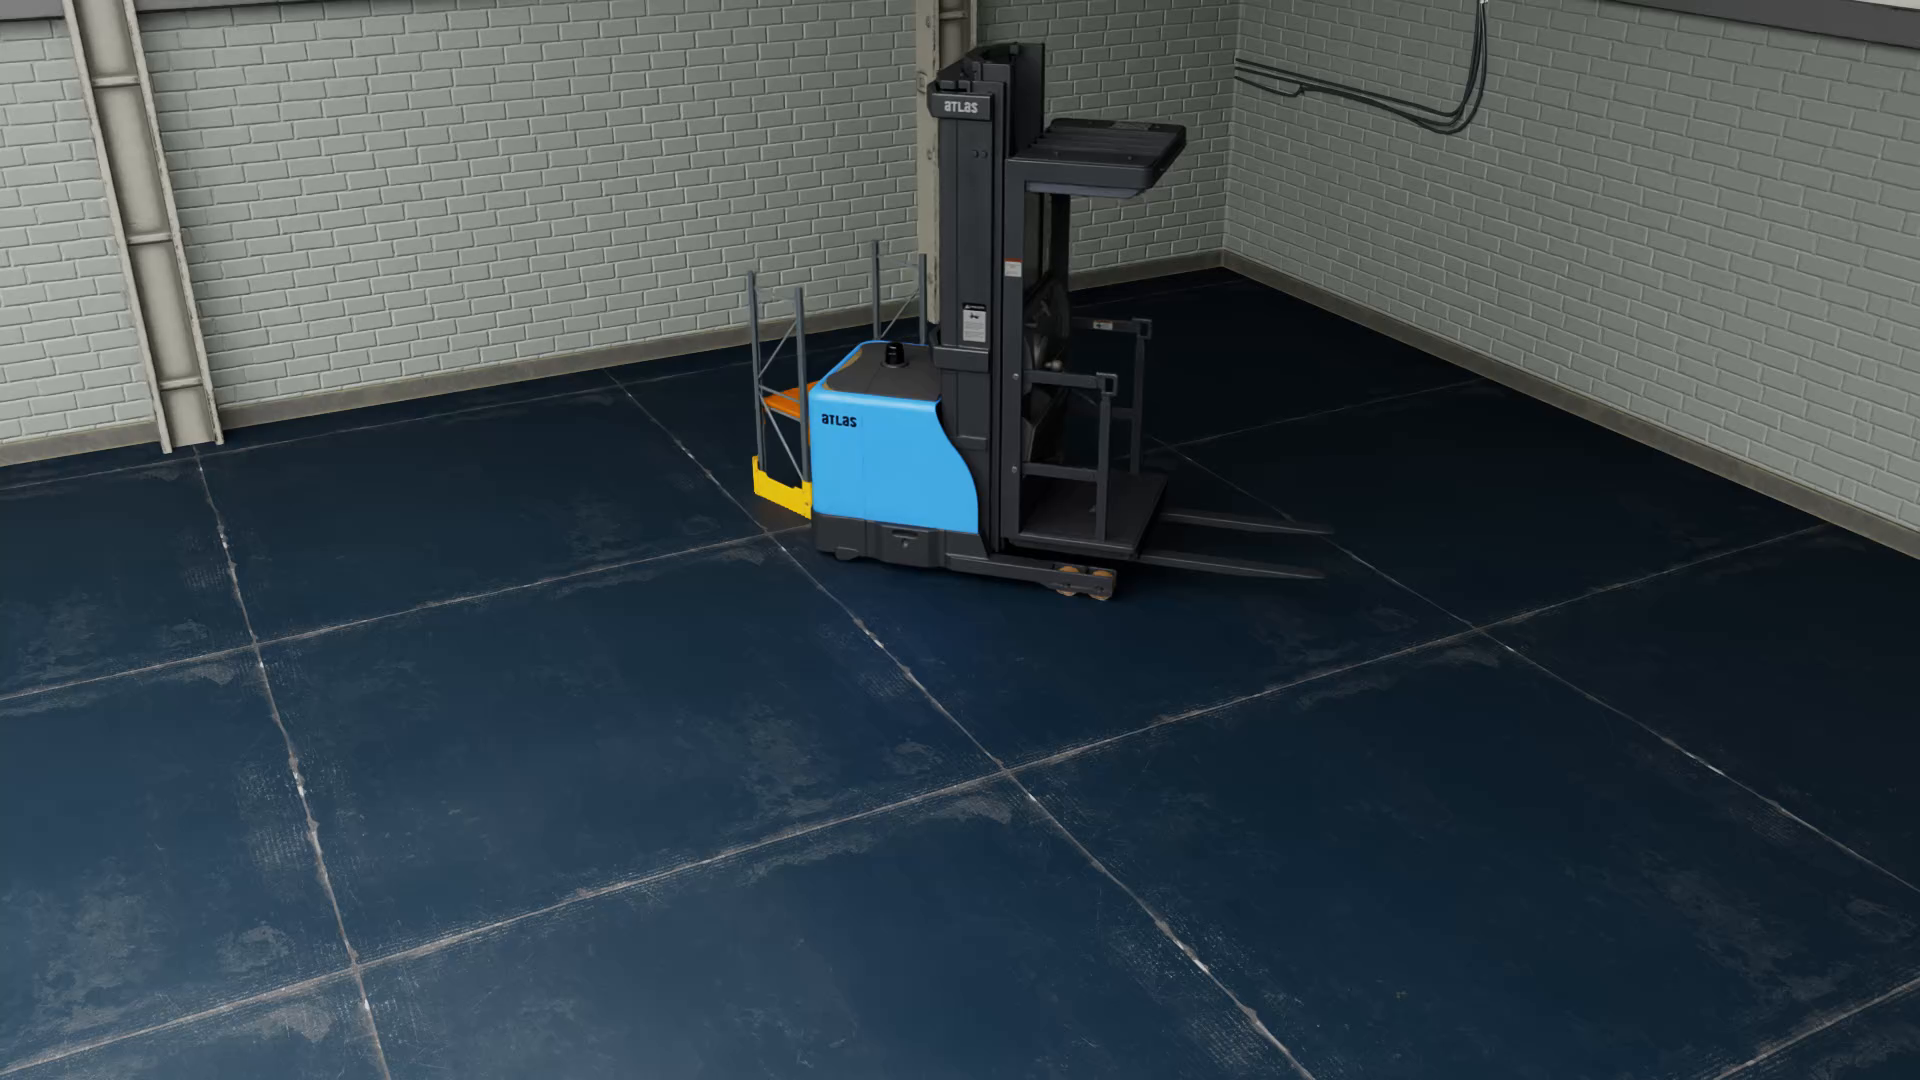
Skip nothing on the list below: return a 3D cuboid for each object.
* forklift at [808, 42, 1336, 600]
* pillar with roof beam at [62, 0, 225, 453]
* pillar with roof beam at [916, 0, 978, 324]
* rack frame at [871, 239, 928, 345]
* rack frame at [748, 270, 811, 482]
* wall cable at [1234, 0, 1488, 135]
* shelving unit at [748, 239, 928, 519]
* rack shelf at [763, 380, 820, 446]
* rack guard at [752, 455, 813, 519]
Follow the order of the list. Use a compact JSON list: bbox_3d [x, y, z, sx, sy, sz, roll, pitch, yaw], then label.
[{"bbox_3d":[0.683,-1.233,9.432,3.031,2.935,1.130,7,27,15],"label":"forklift"},{"bbox_3d":[-3.375,-3.108,6.327,0.400,9.000,9.100,-13,29,-25],"label":"pillar with roof beam"},{"bbox_3d":[1.919,-4.330,8.872,0.400,9.000,9.100,-13,29,-25],"label":"pillar with roof beam"},{"bbox_3d":[-0.395,-1.215,11.048,0.032,1.500,0.500,-23,34,-39],"label":"rack frame"},{"bbox_3d":[-1.123,-0.908,10.408,0.032,1.500,0.500,-23,34,-39],"label":"rack frame"},{"bbox_3d":[3.115,-4.670,13.167,0.112,2.526,3.097,-13,29,-25],"label":"wall cable"},{"bbox_3d":[-0.766,-1.059,10.722,1.083,1.500,0.587,-23,34,-39],"label":"shelving unit"},{"bbox_3d":[-0.759,-0.899,10.806,1.000,0.185,0.538,-23,34,-39],"label":"rack shelf"},{"bbox_3d":[-1.122,-0.345,10.679,0.087,0.250,0.587,-23,34,-39],"label":"rack guard"}]
